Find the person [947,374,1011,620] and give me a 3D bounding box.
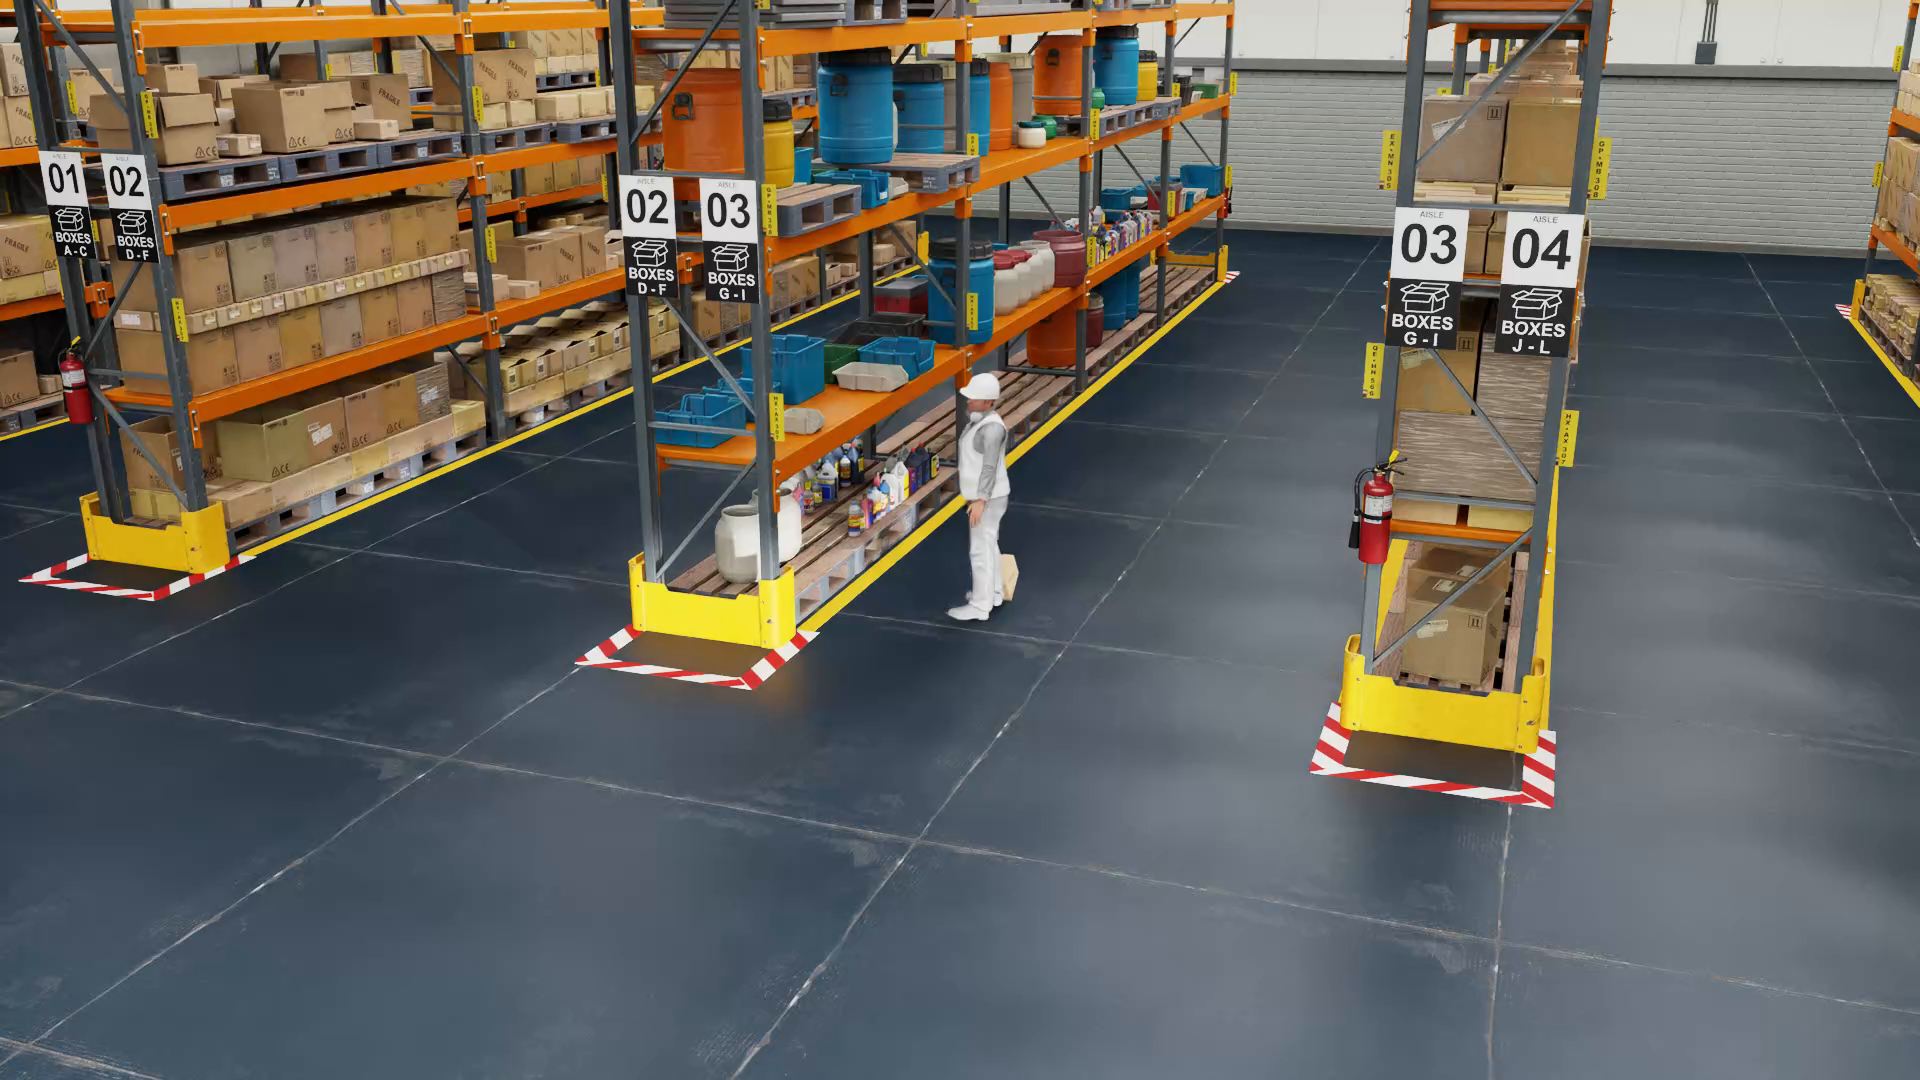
[{"bbox_3d":[0.116,-0.318,11.881,0.462,1.781,0.585,-2,19,-7],"label":"person"}]
